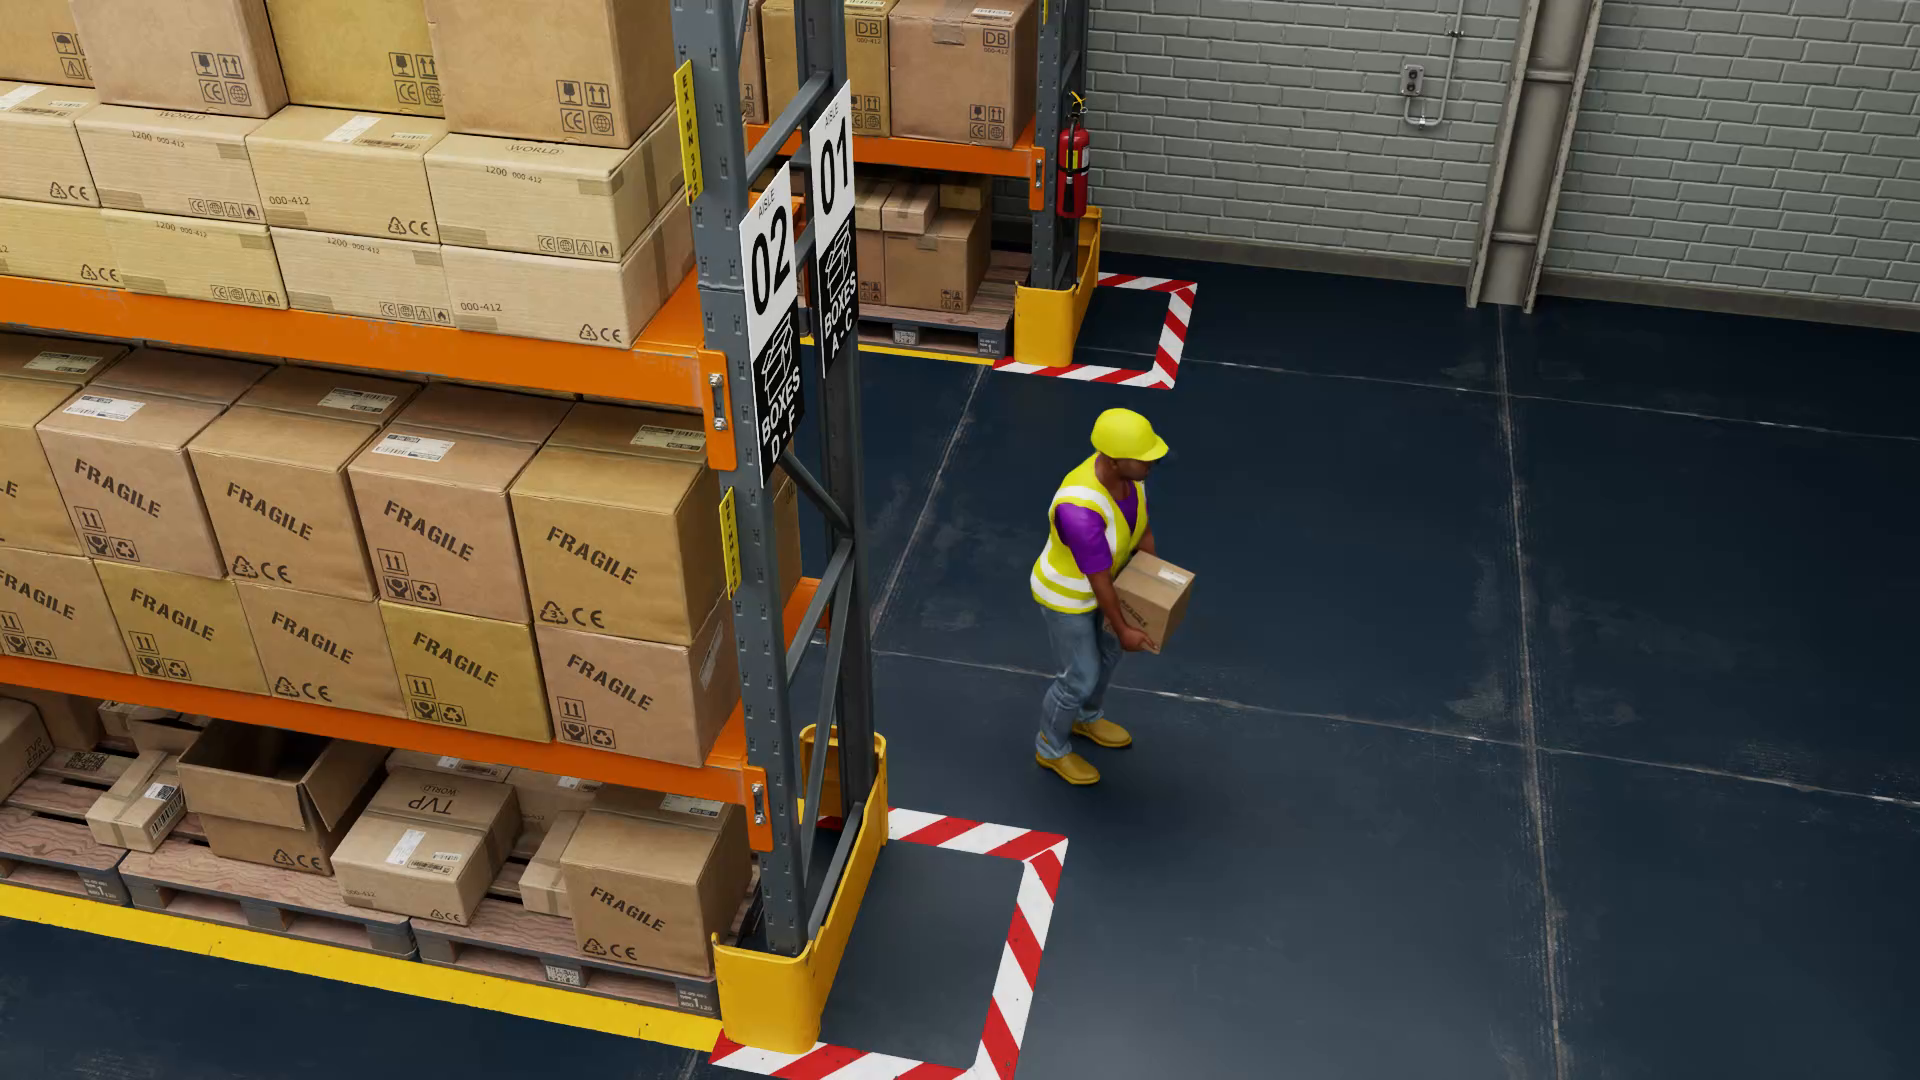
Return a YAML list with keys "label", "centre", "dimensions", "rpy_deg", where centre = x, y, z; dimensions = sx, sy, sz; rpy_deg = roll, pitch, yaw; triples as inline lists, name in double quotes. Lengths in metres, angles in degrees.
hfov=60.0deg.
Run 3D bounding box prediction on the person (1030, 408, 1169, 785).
- label: "person"
  centre: [0.592, 0.226, 6.656]
  dimensions: [0.583, 1.745, 0.503]
  rpy_deg: [20, 41, 25]
